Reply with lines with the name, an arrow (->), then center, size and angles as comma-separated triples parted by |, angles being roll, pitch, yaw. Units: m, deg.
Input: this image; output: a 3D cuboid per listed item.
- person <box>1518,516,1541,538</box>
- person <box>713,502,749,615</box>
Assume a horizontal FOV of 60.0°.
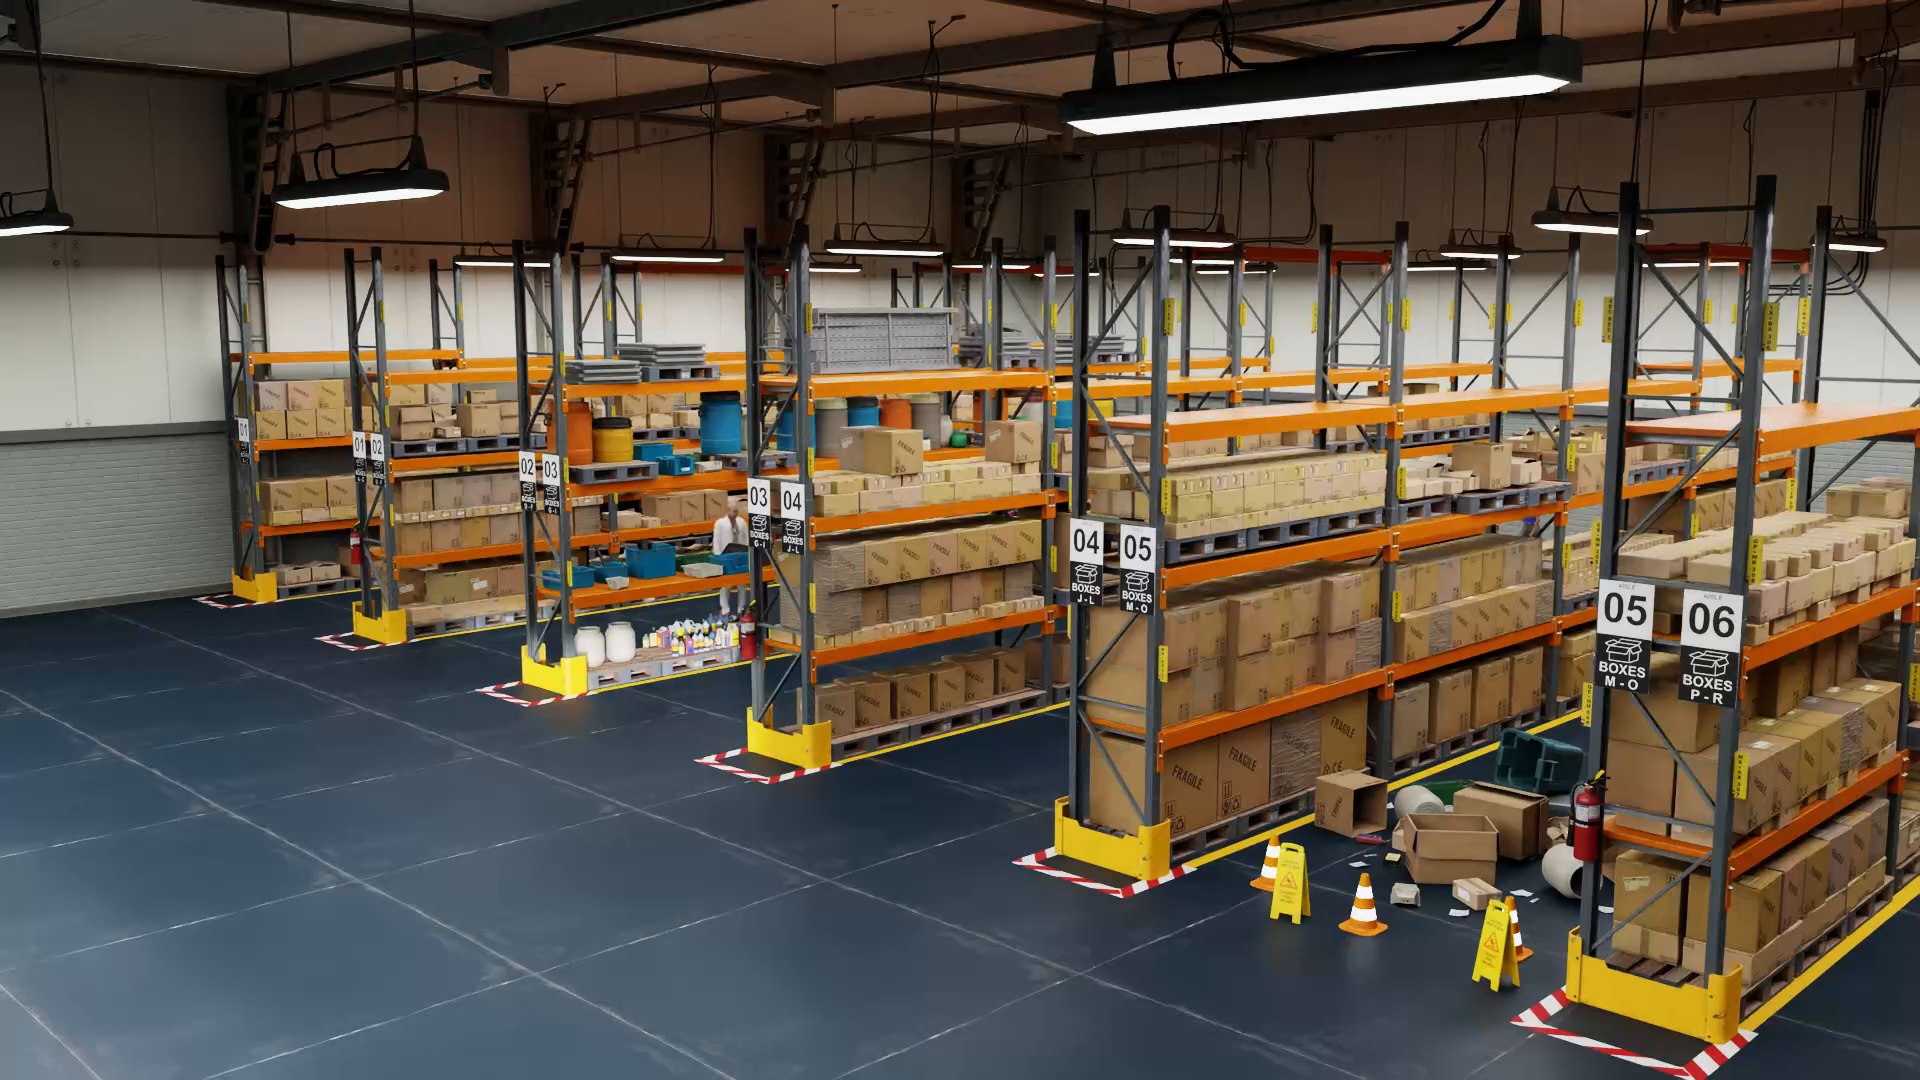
person -> 11.091, -0.202, 32.228 | 0.950, 1.597, 0.453 | -3, 9, -21
person -> -3.614, 0.285, 26.335 | 0.607, 1.778, 0.486 | -5, 9, -30
